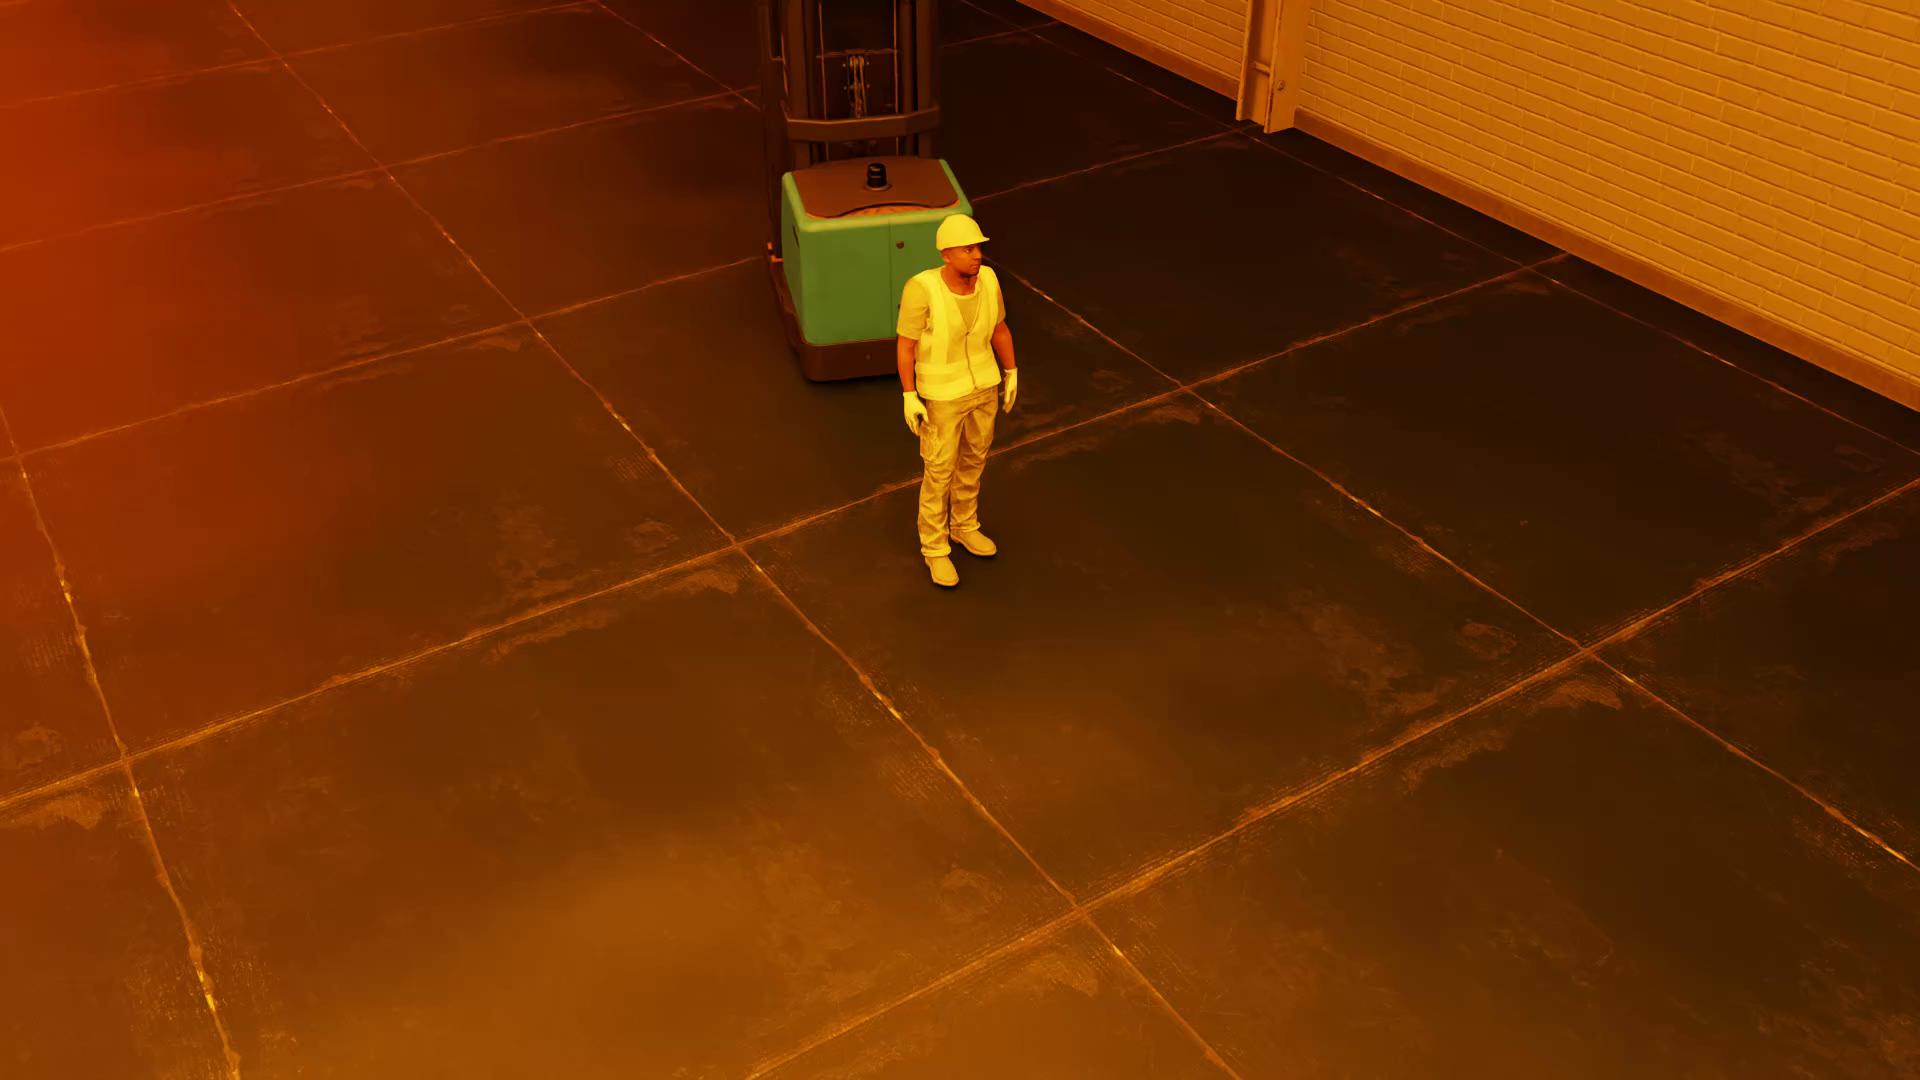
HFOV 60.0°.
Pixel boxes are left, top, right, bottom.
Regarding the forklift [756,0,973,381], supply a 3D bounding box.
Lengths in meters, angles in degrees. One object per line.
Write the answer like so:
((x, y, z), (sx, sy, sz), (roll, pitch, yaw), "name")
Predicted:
((-0.727, -2.990, 10.403), (1.130, 2.935, 3.031), (-7, 36, -10), "forklift")

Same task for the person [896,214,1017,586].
((0.033, -0.698, 8.127), (0.656, 1.784, 0.575), (-21, 40, -27), "person")
